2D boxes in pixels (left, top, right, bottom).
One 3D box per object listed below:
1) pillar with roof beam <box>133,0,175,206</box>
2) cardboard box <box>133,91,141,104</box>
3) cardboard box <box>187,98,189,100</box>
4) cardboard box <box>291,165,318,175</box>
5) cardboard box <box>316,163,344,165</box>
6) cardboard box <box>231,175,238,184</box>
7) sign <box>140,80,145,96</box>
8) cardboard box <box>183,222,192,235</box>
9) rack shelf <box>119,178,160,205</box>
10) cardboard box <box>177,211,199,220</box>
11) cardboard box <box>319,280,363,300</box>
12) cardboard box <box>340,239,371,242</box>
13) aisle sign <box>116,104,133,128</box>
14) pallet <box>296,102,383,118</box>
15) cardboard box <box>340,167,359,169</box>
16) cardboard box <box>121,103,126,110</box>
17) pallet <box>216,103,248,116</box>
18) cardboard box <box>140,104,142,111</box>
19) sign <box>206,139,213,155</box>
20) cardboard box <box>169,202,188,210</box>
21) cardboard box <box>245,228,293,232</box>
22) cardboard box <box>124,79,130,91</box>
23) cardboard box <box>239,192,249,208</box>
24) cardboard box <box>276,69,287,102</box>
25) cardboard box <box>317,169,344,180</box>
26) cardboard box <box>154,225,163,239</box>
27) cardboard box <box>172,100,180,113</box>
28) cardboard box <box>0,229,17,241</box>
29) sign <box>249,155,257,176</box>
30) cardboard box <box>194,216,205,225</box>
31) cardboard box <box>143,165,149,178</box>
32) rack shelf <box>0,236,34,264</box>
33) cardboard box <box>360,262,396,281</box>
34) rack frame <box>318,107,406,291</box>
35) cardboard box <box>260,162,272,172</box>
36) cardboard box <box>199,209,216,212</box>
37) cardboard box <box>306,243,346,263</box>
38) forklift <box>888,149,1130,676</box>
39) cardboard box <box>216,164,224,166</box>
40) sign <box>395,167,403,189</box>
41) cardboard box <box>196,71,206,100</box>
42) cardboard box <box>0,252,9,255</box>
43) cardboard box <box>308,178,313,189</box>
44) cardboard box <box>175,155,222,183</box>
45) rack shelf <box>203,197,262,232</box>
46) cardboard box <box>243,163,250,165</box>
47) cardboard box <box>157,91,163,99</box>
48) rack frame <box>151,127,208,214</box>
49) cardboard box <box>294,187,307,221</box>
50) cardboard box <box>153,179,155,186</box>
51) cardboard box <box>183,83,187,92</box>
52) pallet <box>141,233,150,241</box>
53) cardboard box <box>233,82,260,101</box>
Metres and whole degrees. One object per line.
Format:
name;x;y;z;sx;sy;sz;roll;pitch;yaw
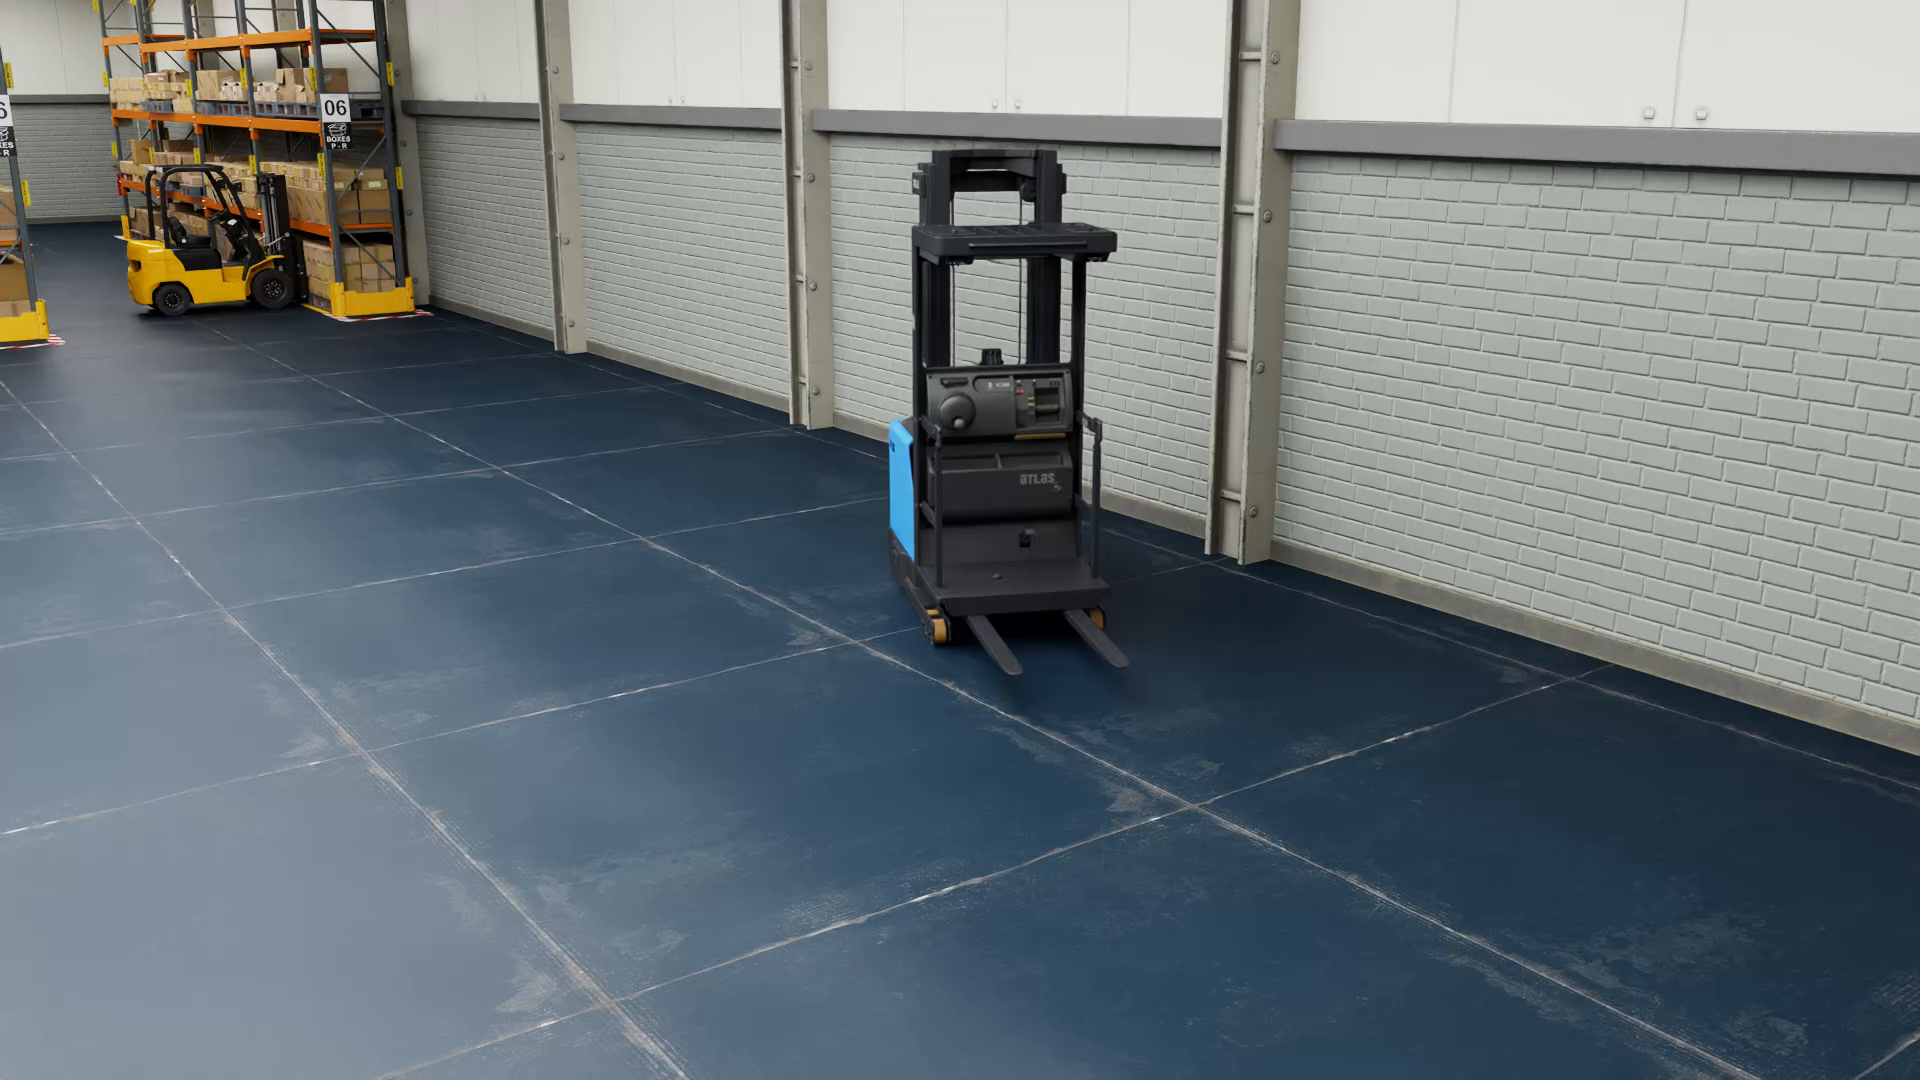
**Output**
pillar with roof beam;-22.614;-11.246;36.618;9.100;9.000;0.400;-11;19;-35
cardboard box;-16.724;-9.142;34.334;0.500;0.250;0.500;-12;19;-36
cardboard box;-14.246;-8.320;31.139;0.380;0.149;0.250;-10;18;-33
cardboard box;-10.290;-5.819;26.175;0.380;0.149;0.250;-11;19;-34
cardboard box;-10.173;-6.009;26.867;0.380;0.149;0.250;-11;19;-35
cardboard box;-12.320;-6.195;28.866;0.500;0.250;0.500;-10;18;-33
sign;-16.358;-9.061;33.338;0.100;0.325;0.005;-11;19;-35
cardboard box;-14.911;-5.978;32.675;0.500;0.500;0.500;-12;19;-37
rack shelf;-17.100;-7.531;35.771;1.077;0.370;4.000;-11;19;-35
cardboard box;-15.543;-6.542;33.508;0.380;0.149;0.250;-12;19;-37
cardboard box;-9.400;-3.816;25.248;0.500;0.250;0.500;-11;19;-34
cardboard box;-9.580;-4.593;26.195;0.500;0.250;0.500;-11;19;-35
aisle sign;-18.553;-9.528;36.780;0.394;0.787;0.004;-11;19;-35
pallet;-9.263;-6.447;24.935;1.003;0.211;1.213;-11;19;-35
cardboard box;-9.320;-5.668;25.621;0.380;0.149;0.250;-11;19;-34
cardboard box;-17.741;-9.293;35.641;0.380;0.149;0.250;-11;19;-35
pallet;-12.441;-7.583;29.274;1.003;0.211;1.213;-10;18;-32
cardboard box;-16.666;-8.919;34.273;0.380;0.149;0.250;-10;18;-33
sign;-15.477;-8.096;34.280;0.100;0.325;0.005;-11;19;-35
cardboard box;-15.879;-6.795;33.869;0.380;0.149;0.250;-11;19;-35
cardboard box;-12.430;-5.236;29.728;0.875;0.625;0.625;-12;19;-37
cardboard box;-17.320;-9.606;35.083;0.500;0.250;0.500;-10;18;-33
cardboard box;-12.028;-5.843;28.528;0.500;0.250;0.500;-11;19;-35
cardboard box;-10.160;-7.057;25.816;0.797;0.503;0.637;-10;18;-33
cardboard box;-9.419;-5.484;24.950;0.380;0.149;0.250;-11;19;-34
cardboard box;-16.699;-6.484;34.968;0.396;0.266;0.258;-10;18;-33
cardboard box;-14.661;-8.257;31.664;0.500;0.250;0.500;-11;19;-35
cardboard box;-12.913;-4.100;22.351;0.380;0.149;0.250;-11;19;-34
sign;-11.653;-6.176;27.416;0.100;0.325;0.005;-11;19;-35
cardboard box;-14.638;-6.205;32.277;0.380;0.149;0.250;-11;19;-35
cardboard box;-16.727;-7.697;34.738;0.500;0.250;0.500;-11;19;-34
rack shelf;-14.057;-4.197;23.591;1.077;0.370;4.000;-11;19;-35
cardboard box;-8.977;-4.138;25.480;0.500;0.250;0.500;-10;18;-34
rack frame;-8.868;-4.888;24.753;1.000;3.000;0.127;-11;19;-35
cardboard box;-11.273;-6.133;27.319;0.380;0.149;0.250;-10;18;-33
cardboard box;-15.315;-6.671;33.979;0.380;0.149;0.250;-11;19;-35
cardboard box;-9.696;-4.405;25.506;0.500;0.250;0.500;-10;18;-34
forklift;0.297;-0.874;10.217;1.130;2.935;3.031;-3;16;-11
cardboard box;-13.129;-6.682;29.890;0.380;0.149;0.250;-11;19;-34
sign;-8.416;-5.429;24.939;0.100;0.325;0.005;-11;19;-35
cardboard box;-13.343;-8.150;29.814;0.500;0.500;0.500;-11;19;-34
cardboard box;-14.067;-3.907;24.162;0.500;0.500;0.500;-10;18;-32
cardboard box;-9.713;-5.449;25.386;0.380;0.149;0.250;-11;19;-35
cardboard box;-14.681;-7.169;32.095;0.797;0.503;0.637;-11;19;-36
rack shelf;-12.396;-5.822;29.530;1.077;0.370;4.000;-11;19;-35
cardboard box;-12.870;-6.816;30.380;0.380;0.149;0.250;-11;19;-35
cardboard box;-15.325;-8.628;32.227;0.380;0.149;0.250;-10;18;-33
rack frame;-15.924;-7.451;34.116;1.000;3.000;0.127;-11;19;-35
cardboard box;-9.969;-5.222;25.785;0.500;0.500;0.500;-11;19;-36
cardboard box;-16.486;-7.410;34.445;0.380;0.149;0.250;-10;18;-33
cardboard box;-14.280;-8.456;31.071;0.380;0.149;0.250;-12;19;-36
pallet;-17.048;-6.513;35.973;1.003;0.211;1.213;-11;19;-35
cardboard box;-11.843;-7.514;27.848;0.500;0.311;0.500;-12;19;-36
